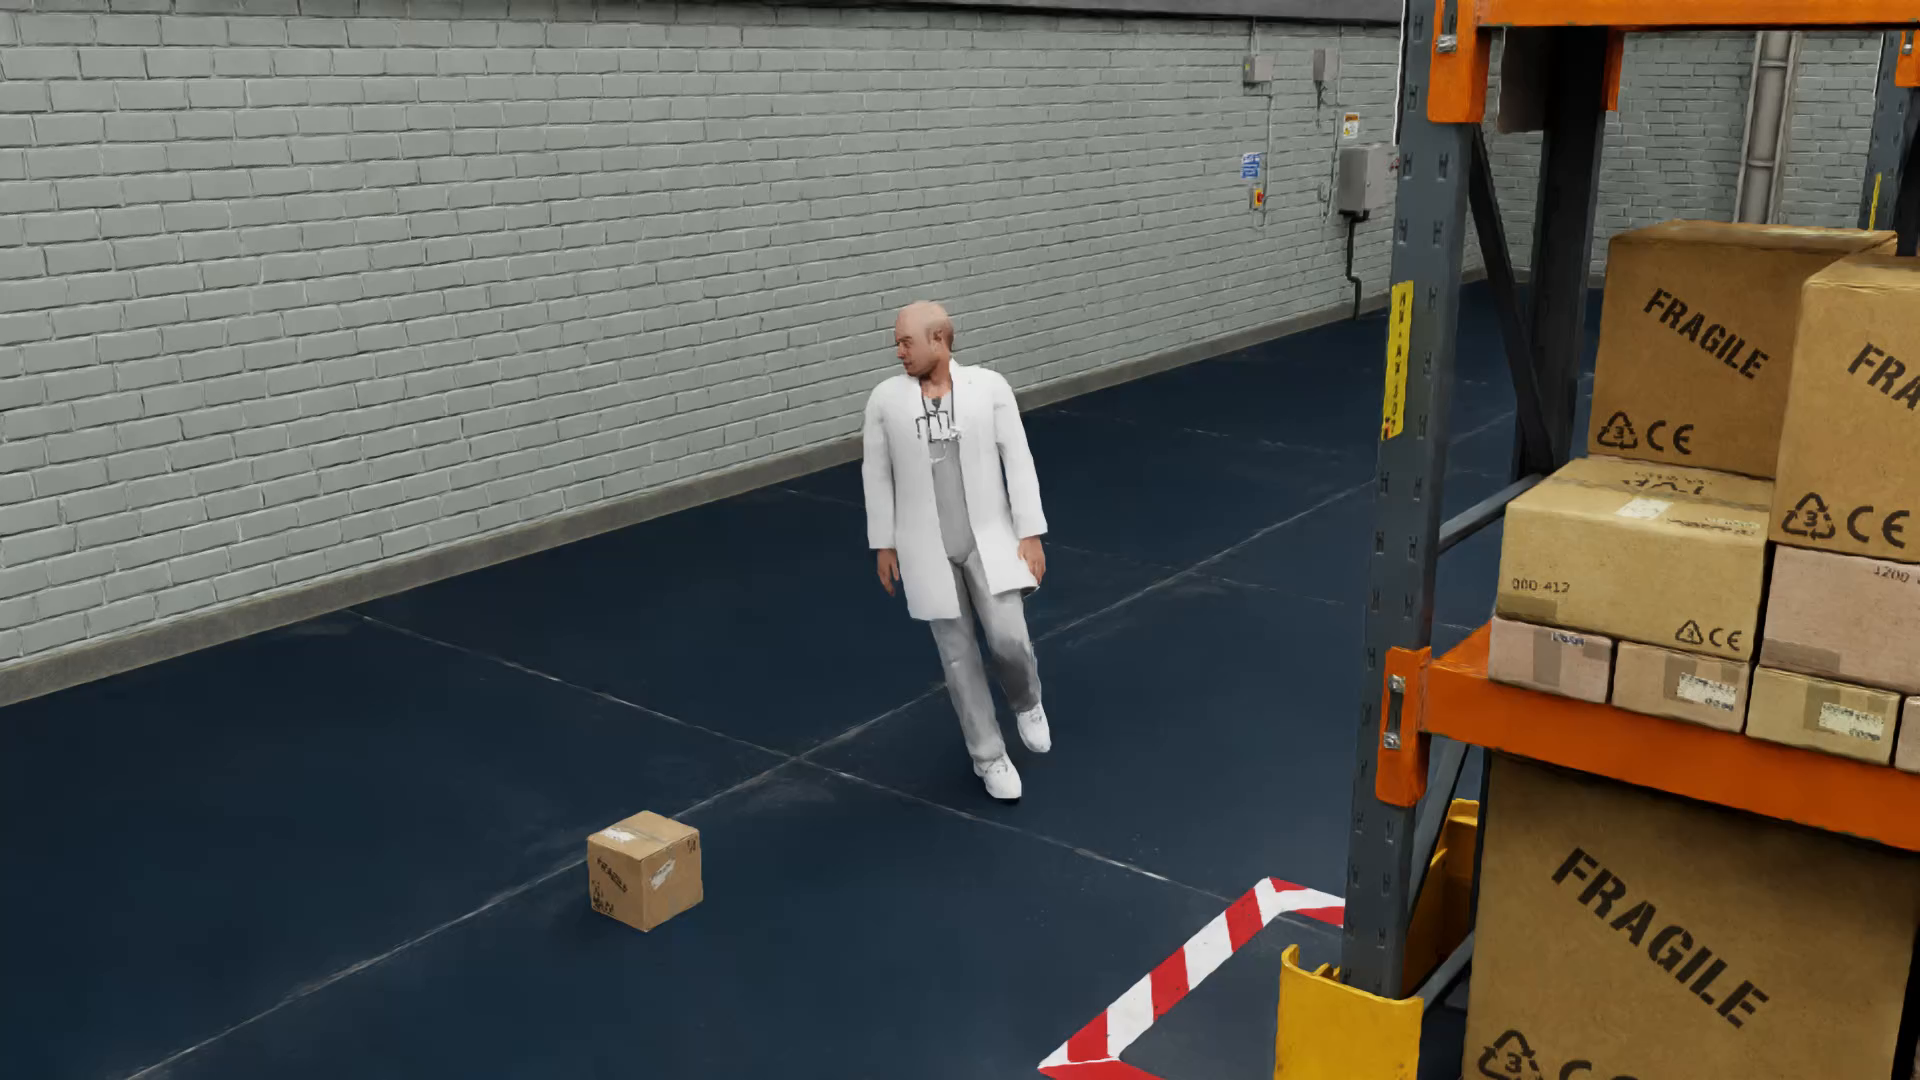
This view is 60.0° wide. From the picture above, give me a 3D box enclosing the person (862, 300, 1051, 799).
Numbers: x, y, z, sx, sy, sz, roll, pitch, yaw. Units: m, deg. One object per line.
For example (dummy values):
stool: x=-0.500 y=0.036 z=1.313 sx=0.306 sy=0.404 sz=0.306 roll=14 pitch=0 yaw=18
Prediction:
person: x=-0.004 y=0.033 z=5.960 sx=0.691 sy=1.764 sz=0.526 roll=-1 pitch=16 yaw=-2
